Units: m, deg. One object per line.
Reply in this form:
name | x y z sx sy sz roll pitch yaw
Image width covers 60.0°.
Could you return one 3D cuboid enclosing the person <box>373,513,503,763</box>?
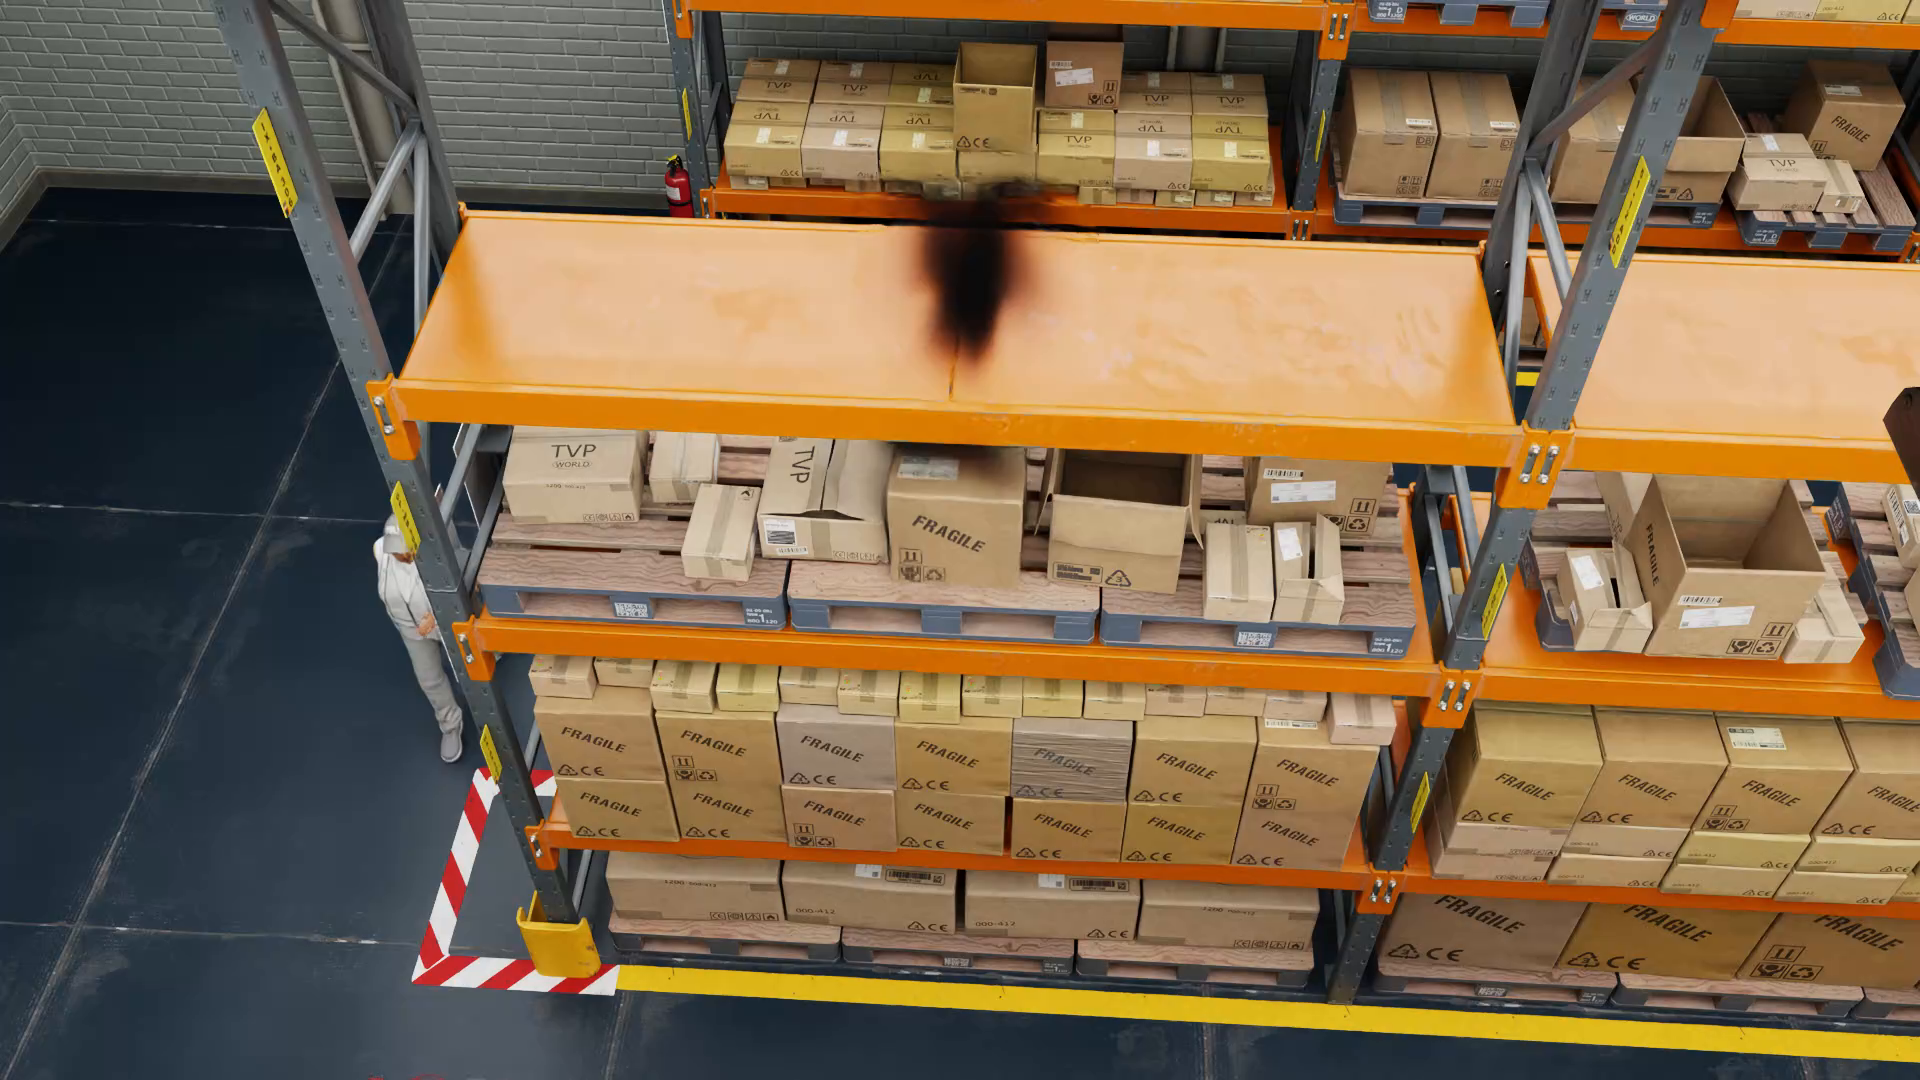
person | -2.905 0.411 9.235 0.616 1.649 0.878 2 48 2
